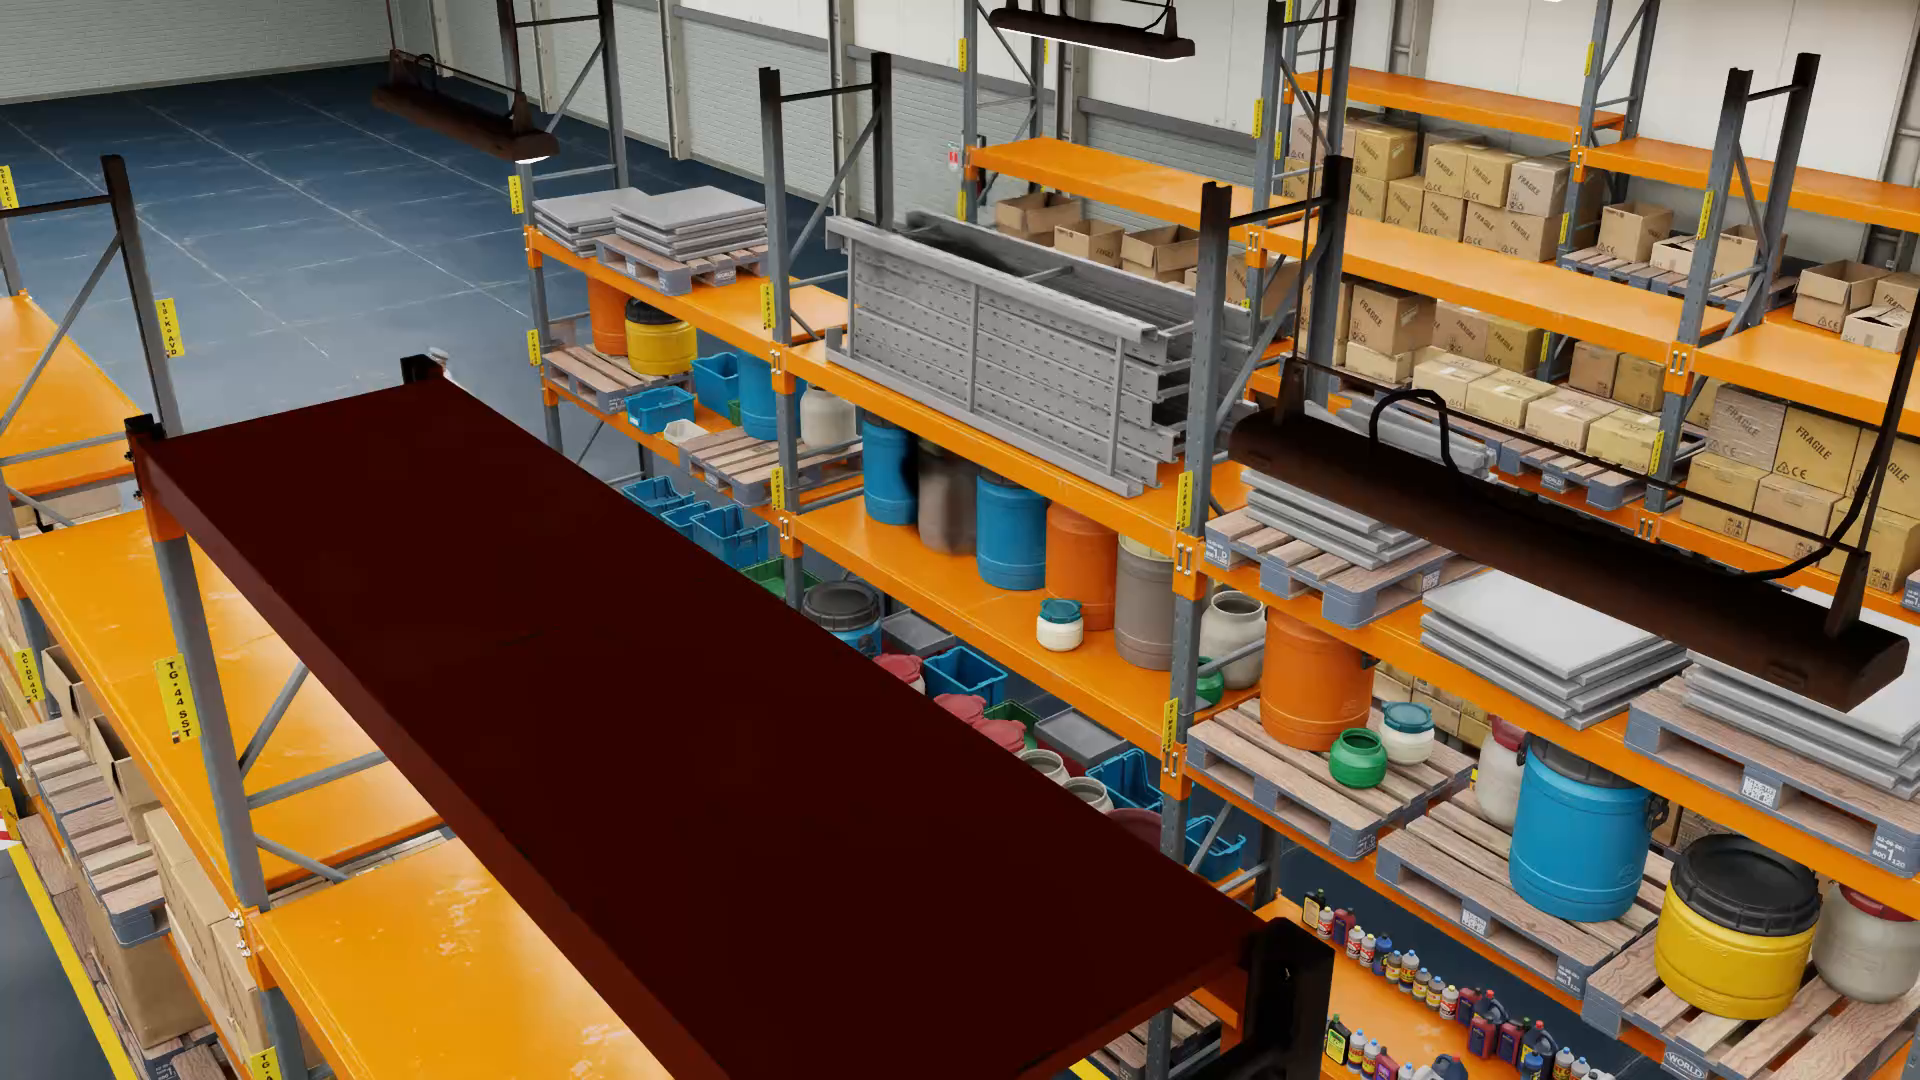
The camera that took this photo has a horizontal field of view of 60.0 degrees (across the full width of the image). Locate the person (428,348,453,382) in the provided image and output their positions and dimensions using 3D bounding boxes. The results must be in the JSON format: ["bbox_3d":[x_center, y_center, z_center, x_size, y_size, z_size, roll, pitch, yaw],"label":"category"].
[{"bbox_3d":[-6.001,-1.363,19.066,0.602,1.744,0.650,-8,27,-16],"label":"person"}]
